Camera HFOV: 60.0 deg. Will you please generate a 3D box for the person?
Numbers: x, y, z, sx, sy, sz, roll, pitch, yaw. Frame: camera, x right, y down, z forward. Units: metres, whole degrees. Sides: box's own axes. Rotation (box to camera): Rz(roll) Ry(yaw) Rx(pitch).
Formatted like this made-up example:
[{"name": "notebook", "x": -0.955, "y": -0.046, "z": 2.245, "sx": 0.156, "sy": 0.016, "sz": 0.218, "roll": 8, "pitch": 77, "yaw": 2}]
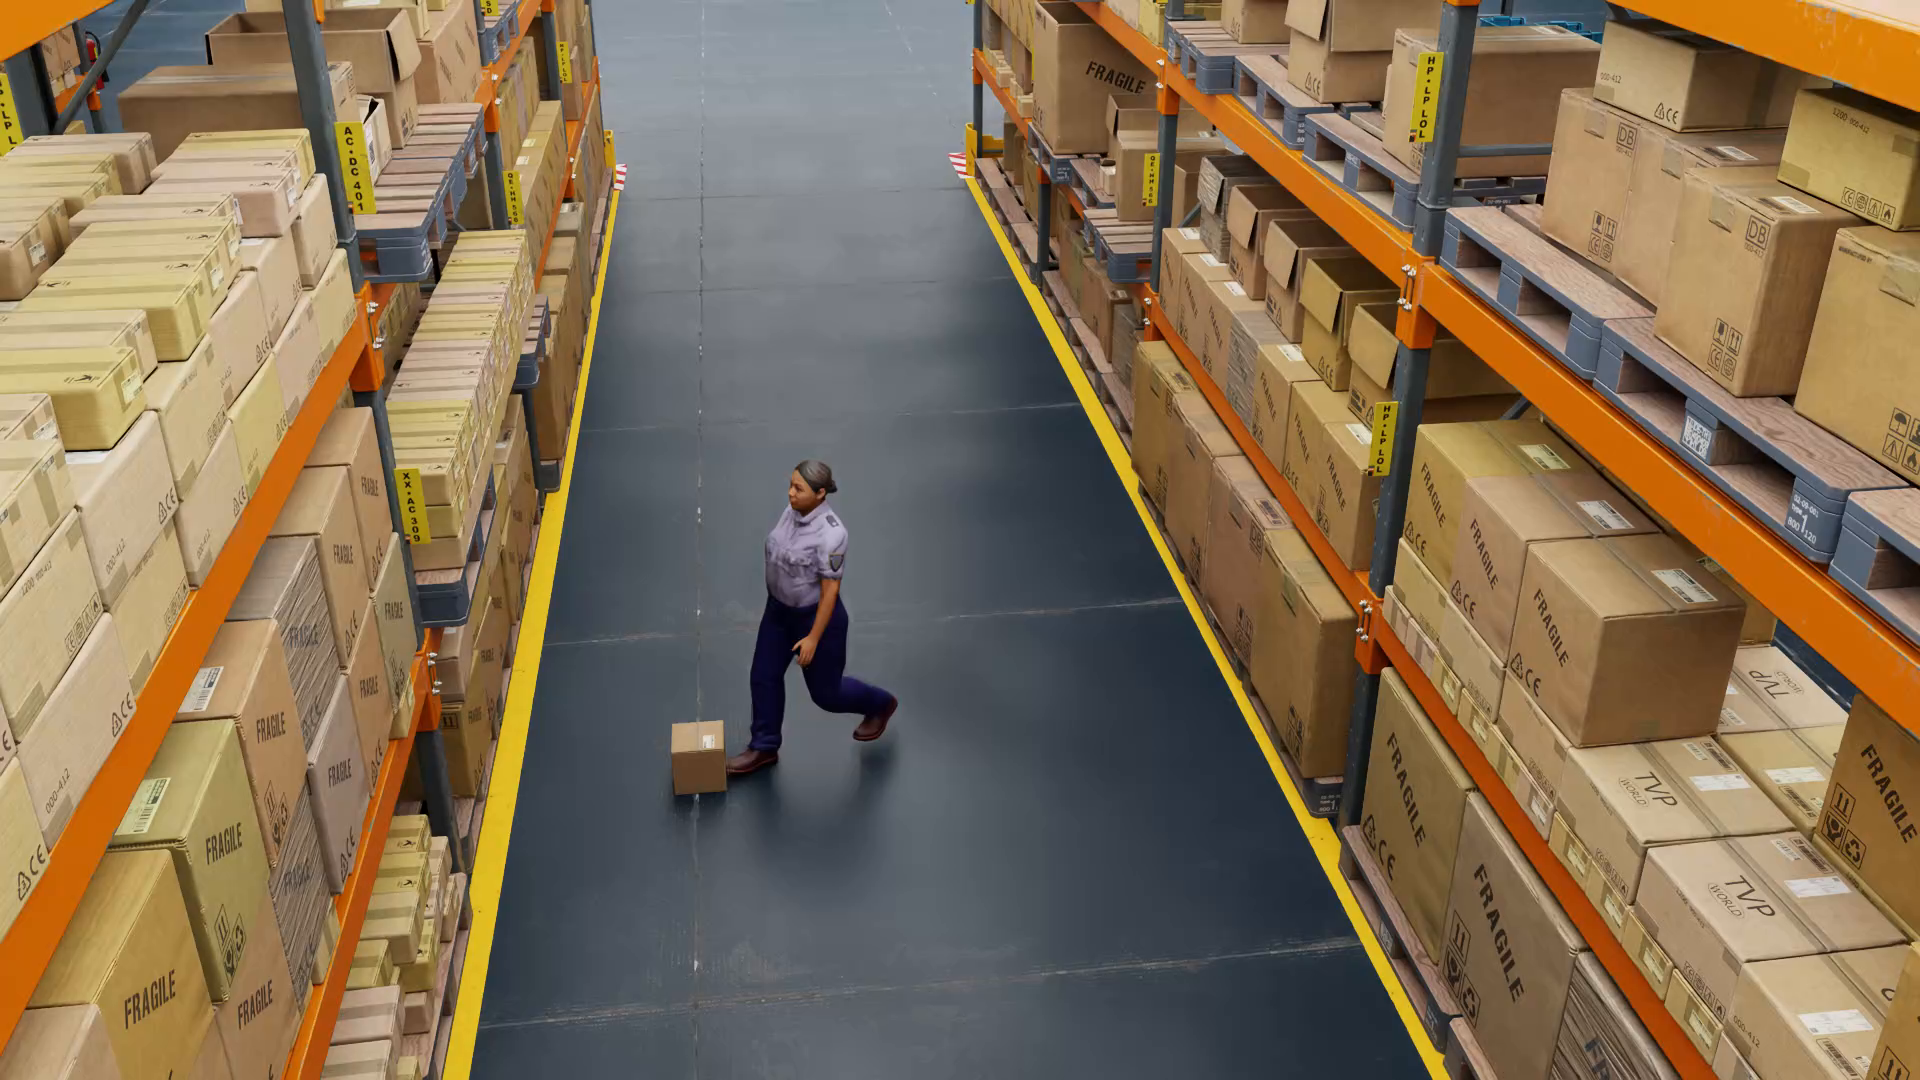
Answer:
[{"name": "person", "x": -0.725, "y": 0.373, "z": 7.932, "sx": 0.860, "sy": 1.599, "sz": 0.482, "roll": -22, "pitch": 35, "yaw": -36}]
